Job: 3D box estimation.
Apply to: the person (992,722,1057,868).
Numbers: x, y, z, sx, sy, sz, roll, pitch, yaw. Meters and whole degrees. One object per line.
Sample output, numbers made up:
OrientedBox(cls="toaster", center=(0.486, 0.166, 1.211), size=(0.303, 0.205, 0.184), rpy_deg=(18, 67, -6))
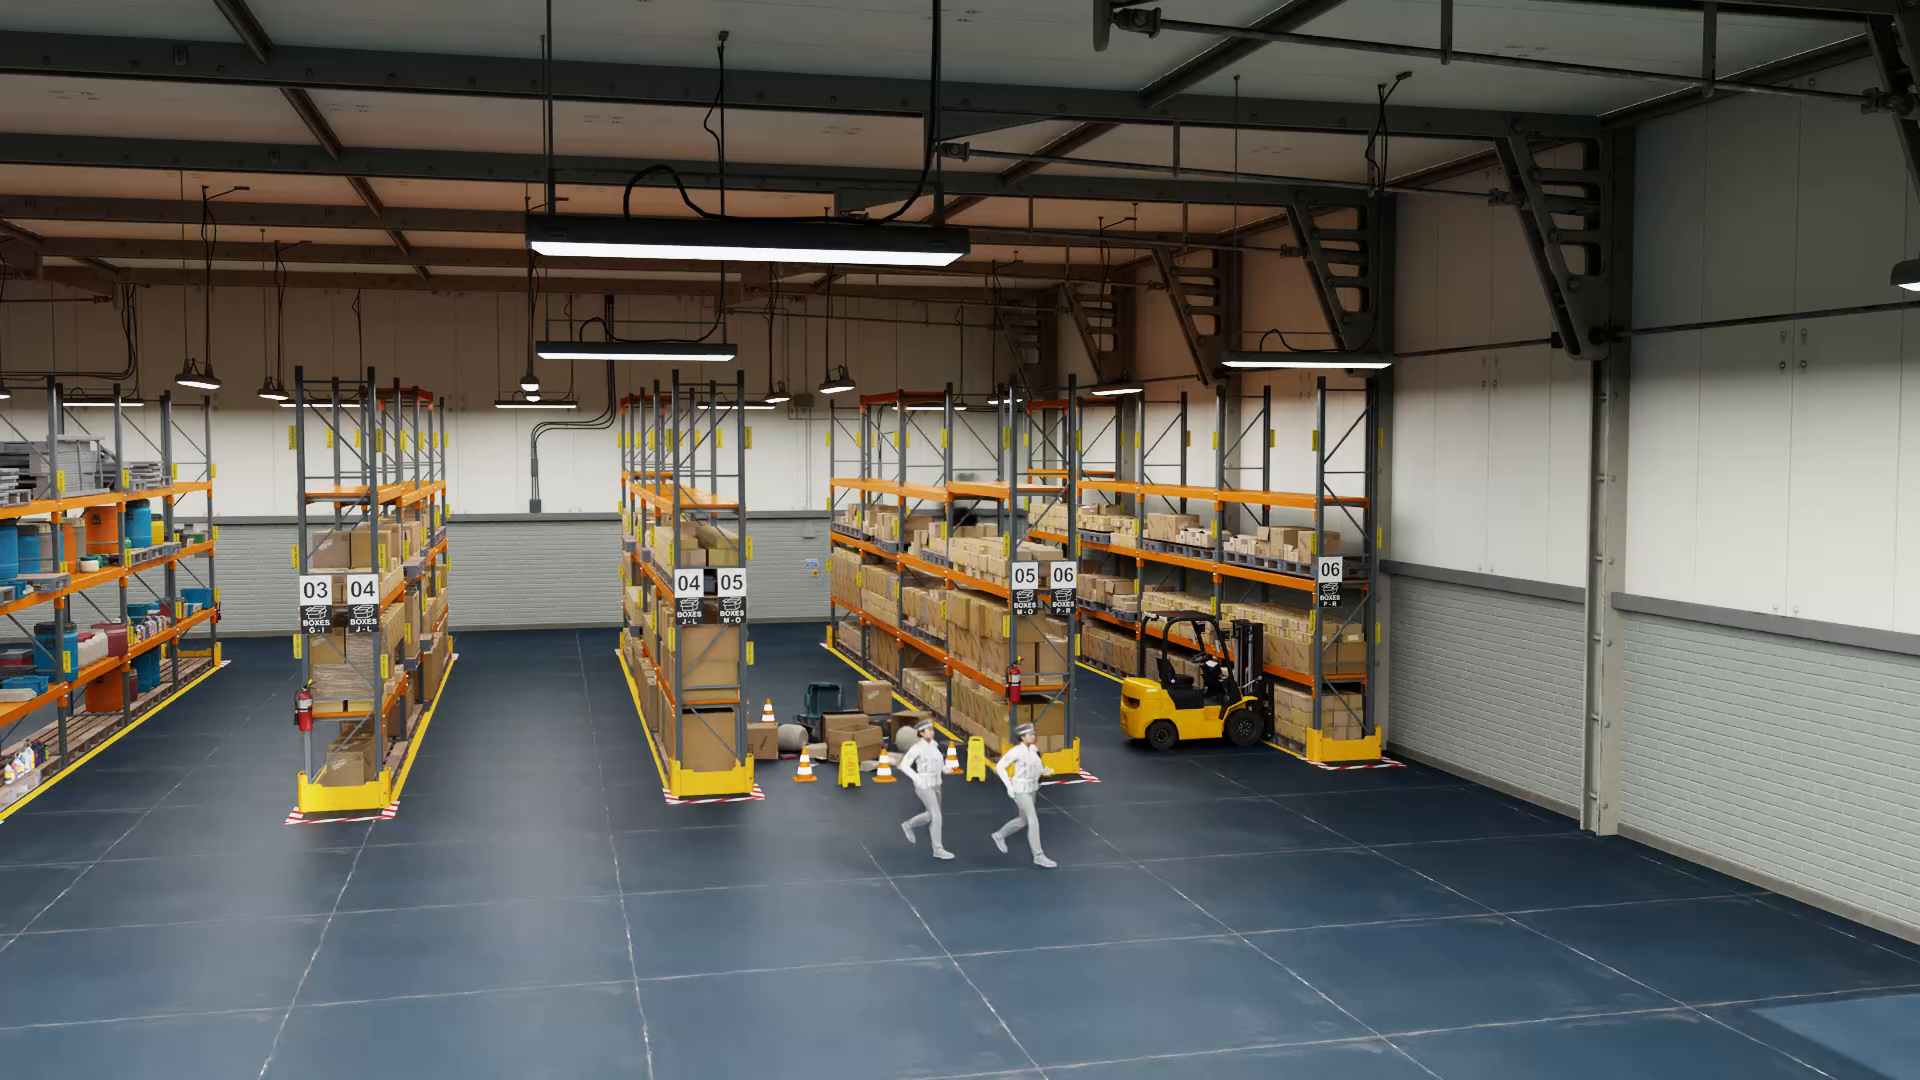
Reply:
OrientedBox(cls="person", center=(0.755, 2.969, 19.579), size=(0.882, 1.672, 0.612), rpy_deg=(2, 4, 34))

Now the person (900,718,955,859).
OrientedBox(cls="person", center=(-0.411, 2.966, 20.047), size=(0.832, 1.665, 0.626), rpy_deg=(2, 4, 35))
